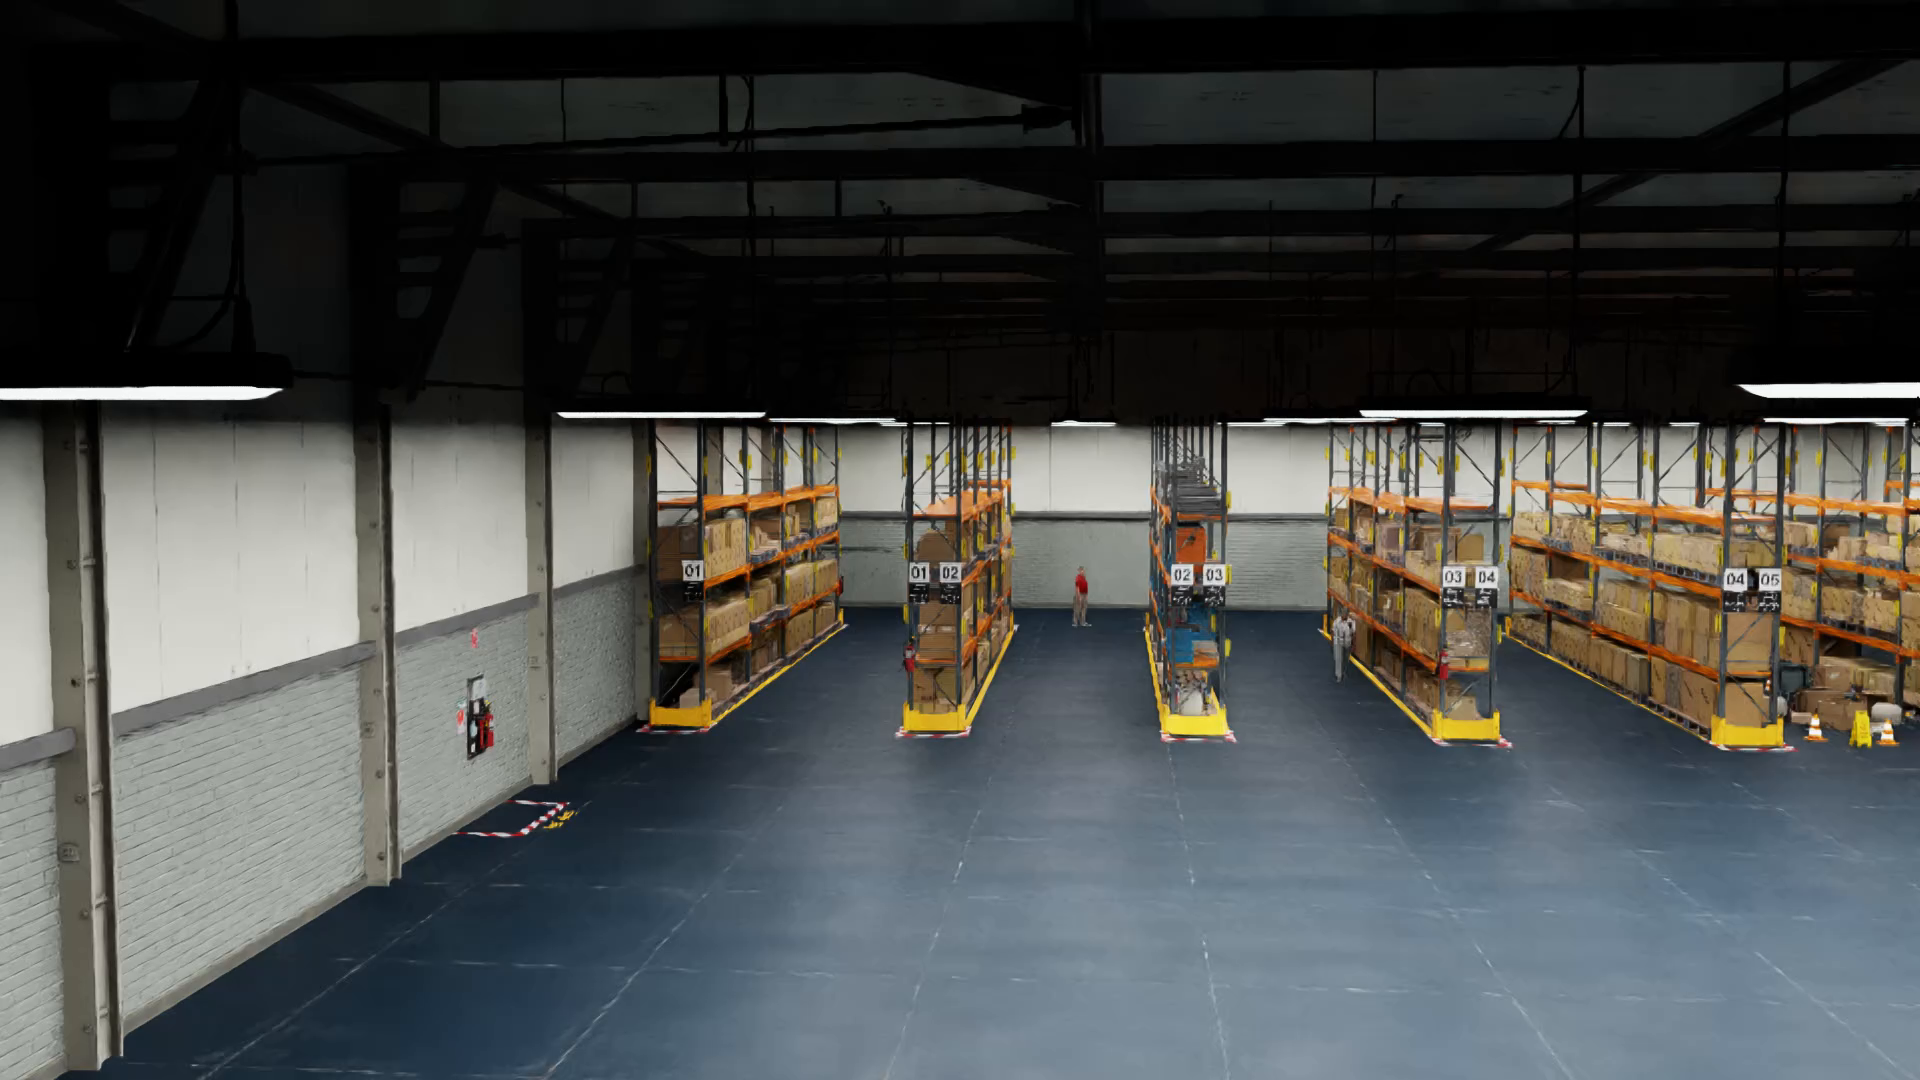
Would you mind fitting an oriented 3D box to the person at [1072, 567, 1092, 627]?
[{"bbox_3d":[3.479,1.632,47.797,0.445,1.732,0.643,2,4,27],"label":"person"}]

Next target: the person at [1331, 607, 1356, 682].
[{"bbox_3d":[8.683,2.334,37.579,0.541,1.672,1.116,0,4,3],"label":"person"}]
